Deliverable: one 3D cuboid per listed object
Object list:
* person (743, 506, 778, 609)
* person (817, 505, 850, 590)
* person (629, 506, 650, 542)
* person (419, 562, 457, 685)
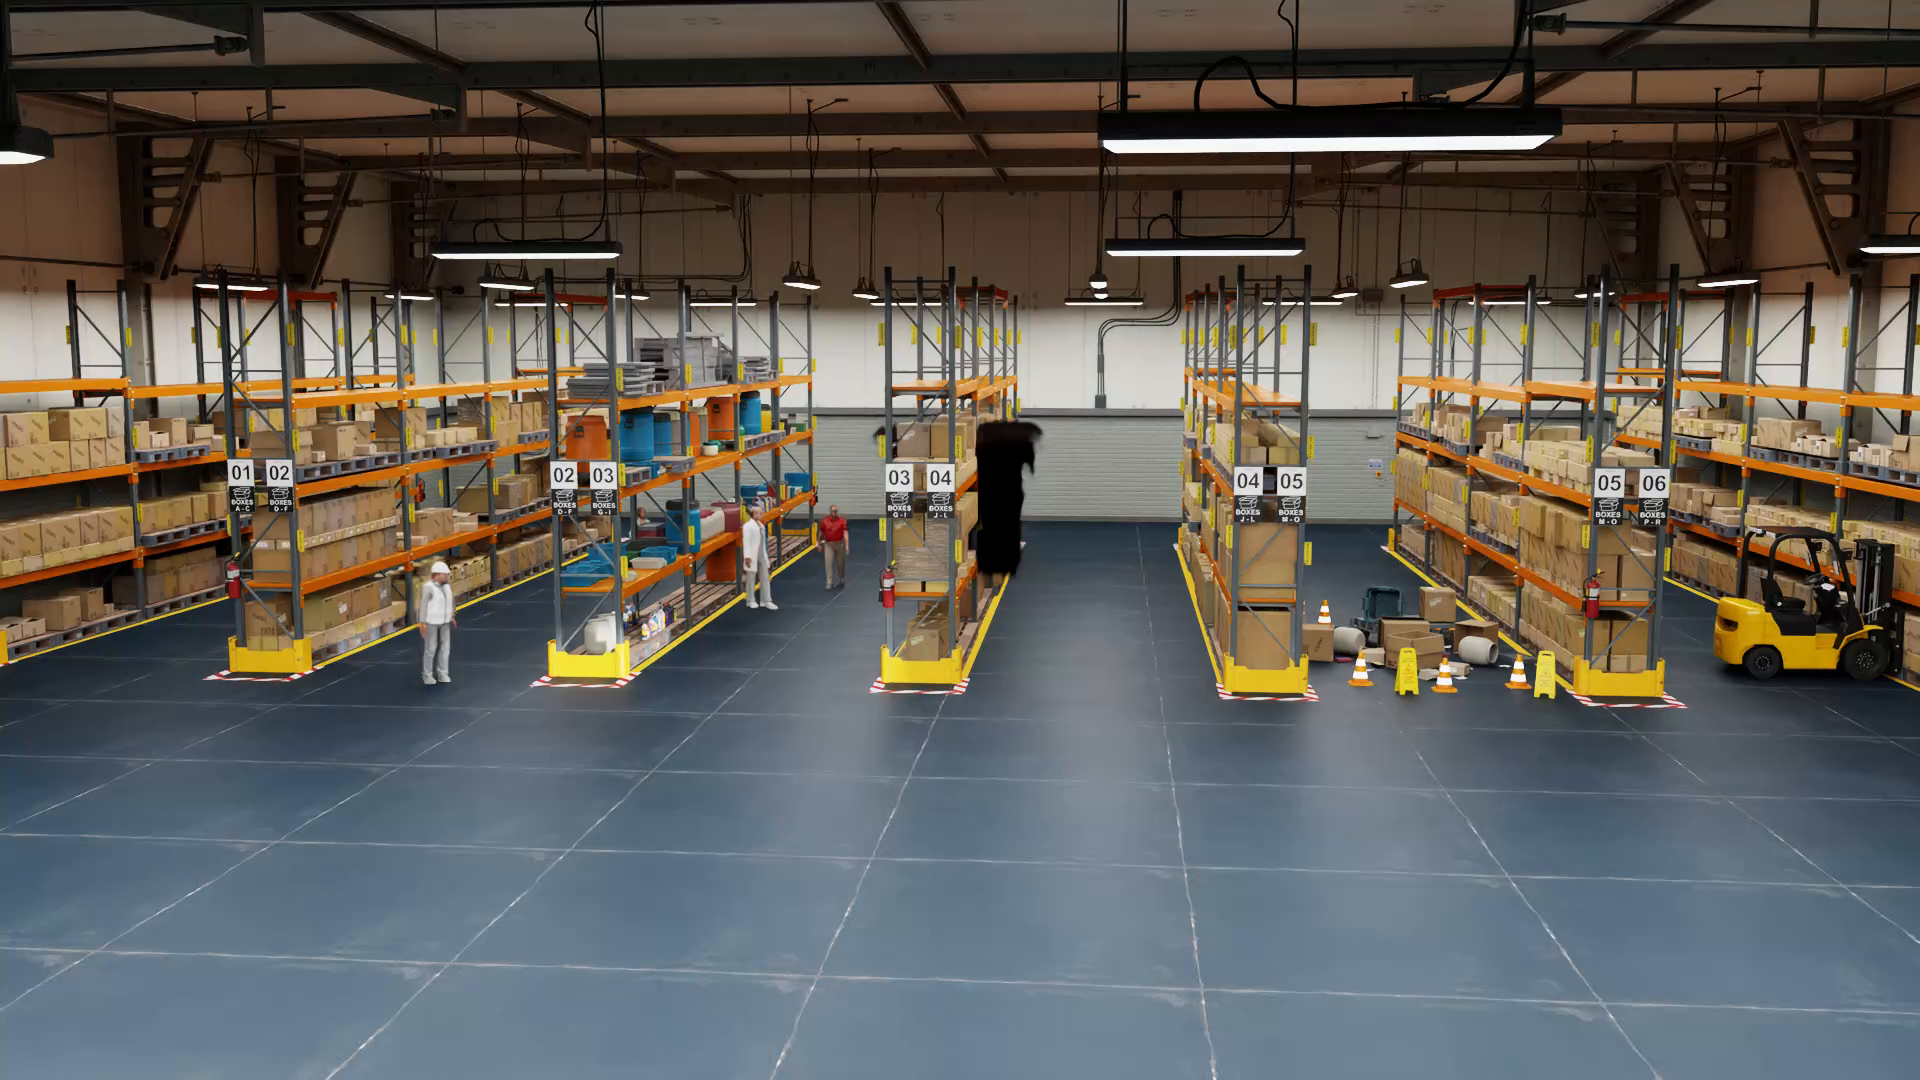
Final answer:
[{"bbox_3d":[-3.567,0.319,29.037,0.599,1.807,0.609,-6,9,-42],"label":"person"},{"bbox_3d":[-2.540,0.130,33.300,0.674,1.678,1.061,0,7,1],"label":"person"},{"bbox_3d":[-6.457,0.120,33.727,0.523,1.620,0.695,0,7,-3],"label":"person"},{"bbox_3d":[-7.595,1.197,24.179,0.463,1.781,0.584,4,8,30],"label":"person"}]
